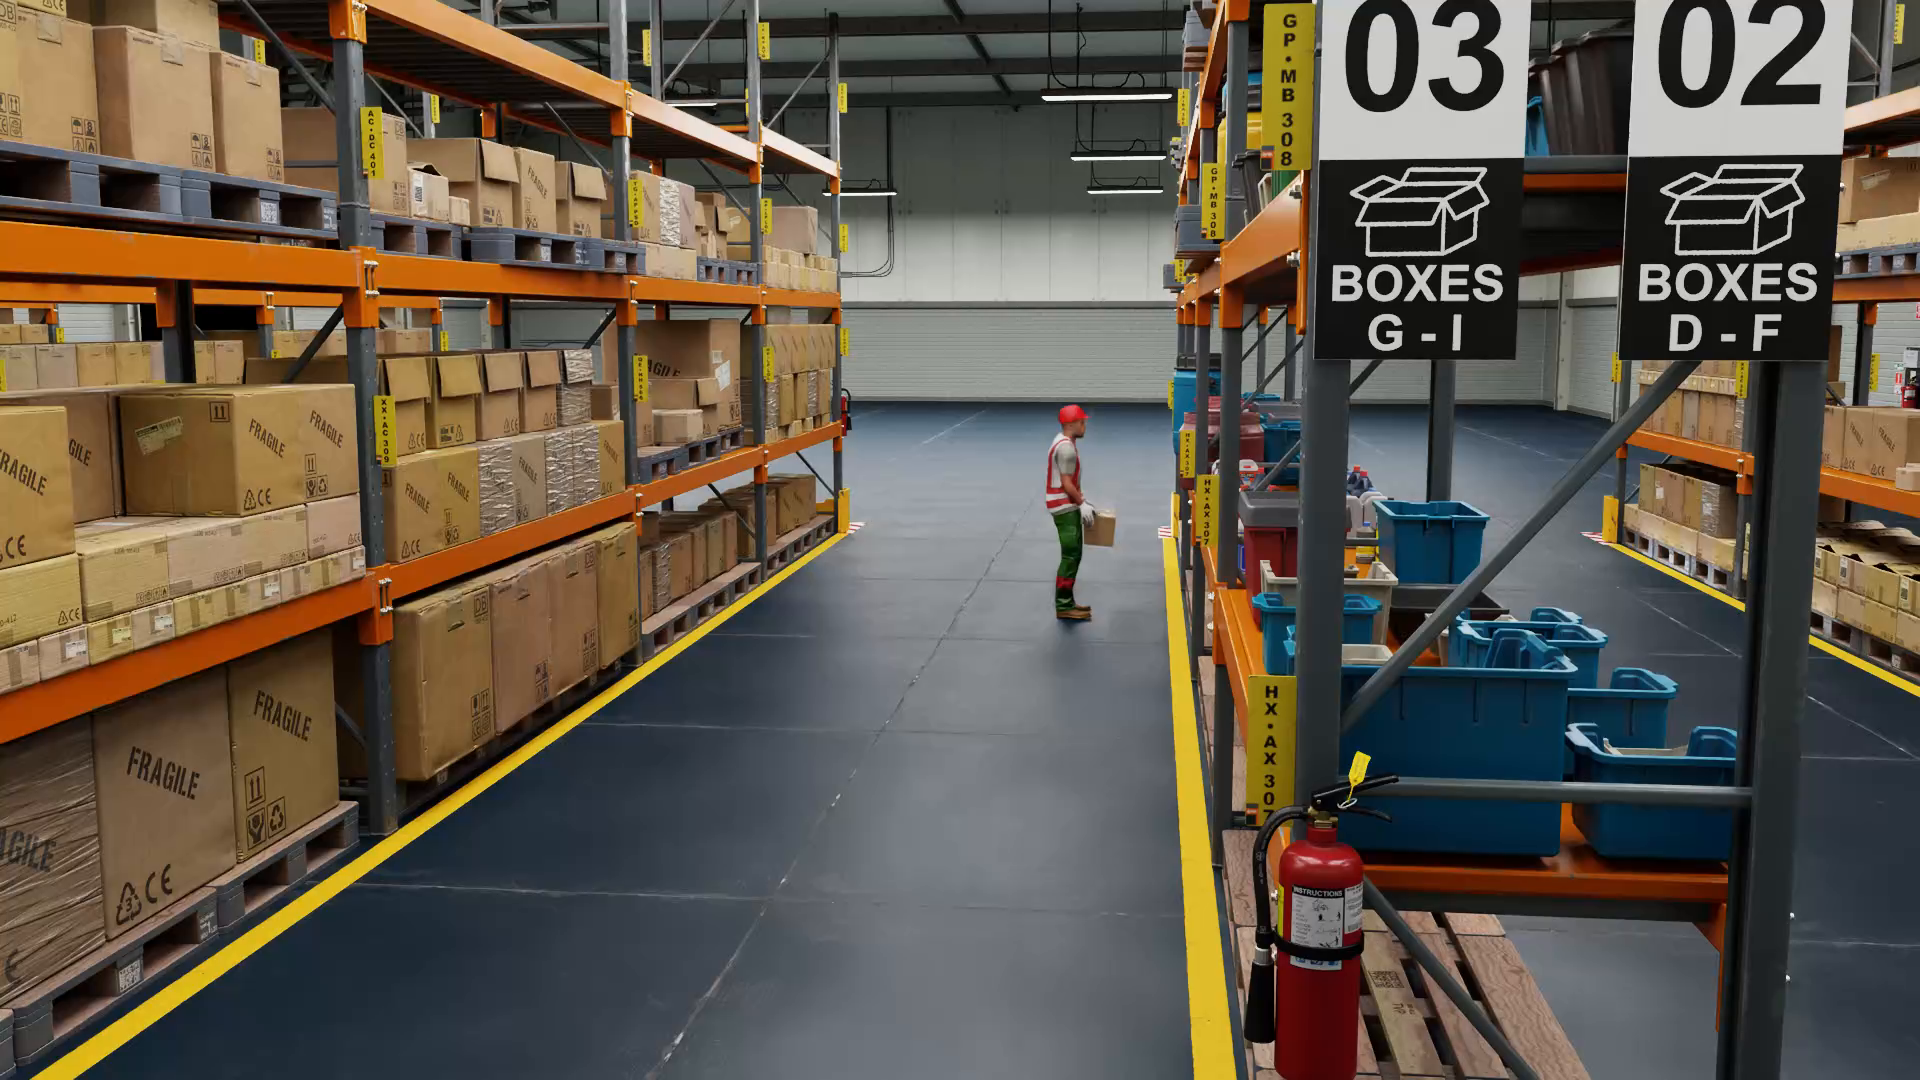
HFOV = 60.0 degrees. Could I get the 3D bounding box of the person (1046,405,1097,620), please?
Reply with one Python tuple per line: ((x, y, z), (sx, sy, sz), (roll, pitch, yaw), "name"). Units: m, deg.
((0.942, -0.245, 14.055), (0.437, 1.789, 0.539), (1, 8, 5), "person")
